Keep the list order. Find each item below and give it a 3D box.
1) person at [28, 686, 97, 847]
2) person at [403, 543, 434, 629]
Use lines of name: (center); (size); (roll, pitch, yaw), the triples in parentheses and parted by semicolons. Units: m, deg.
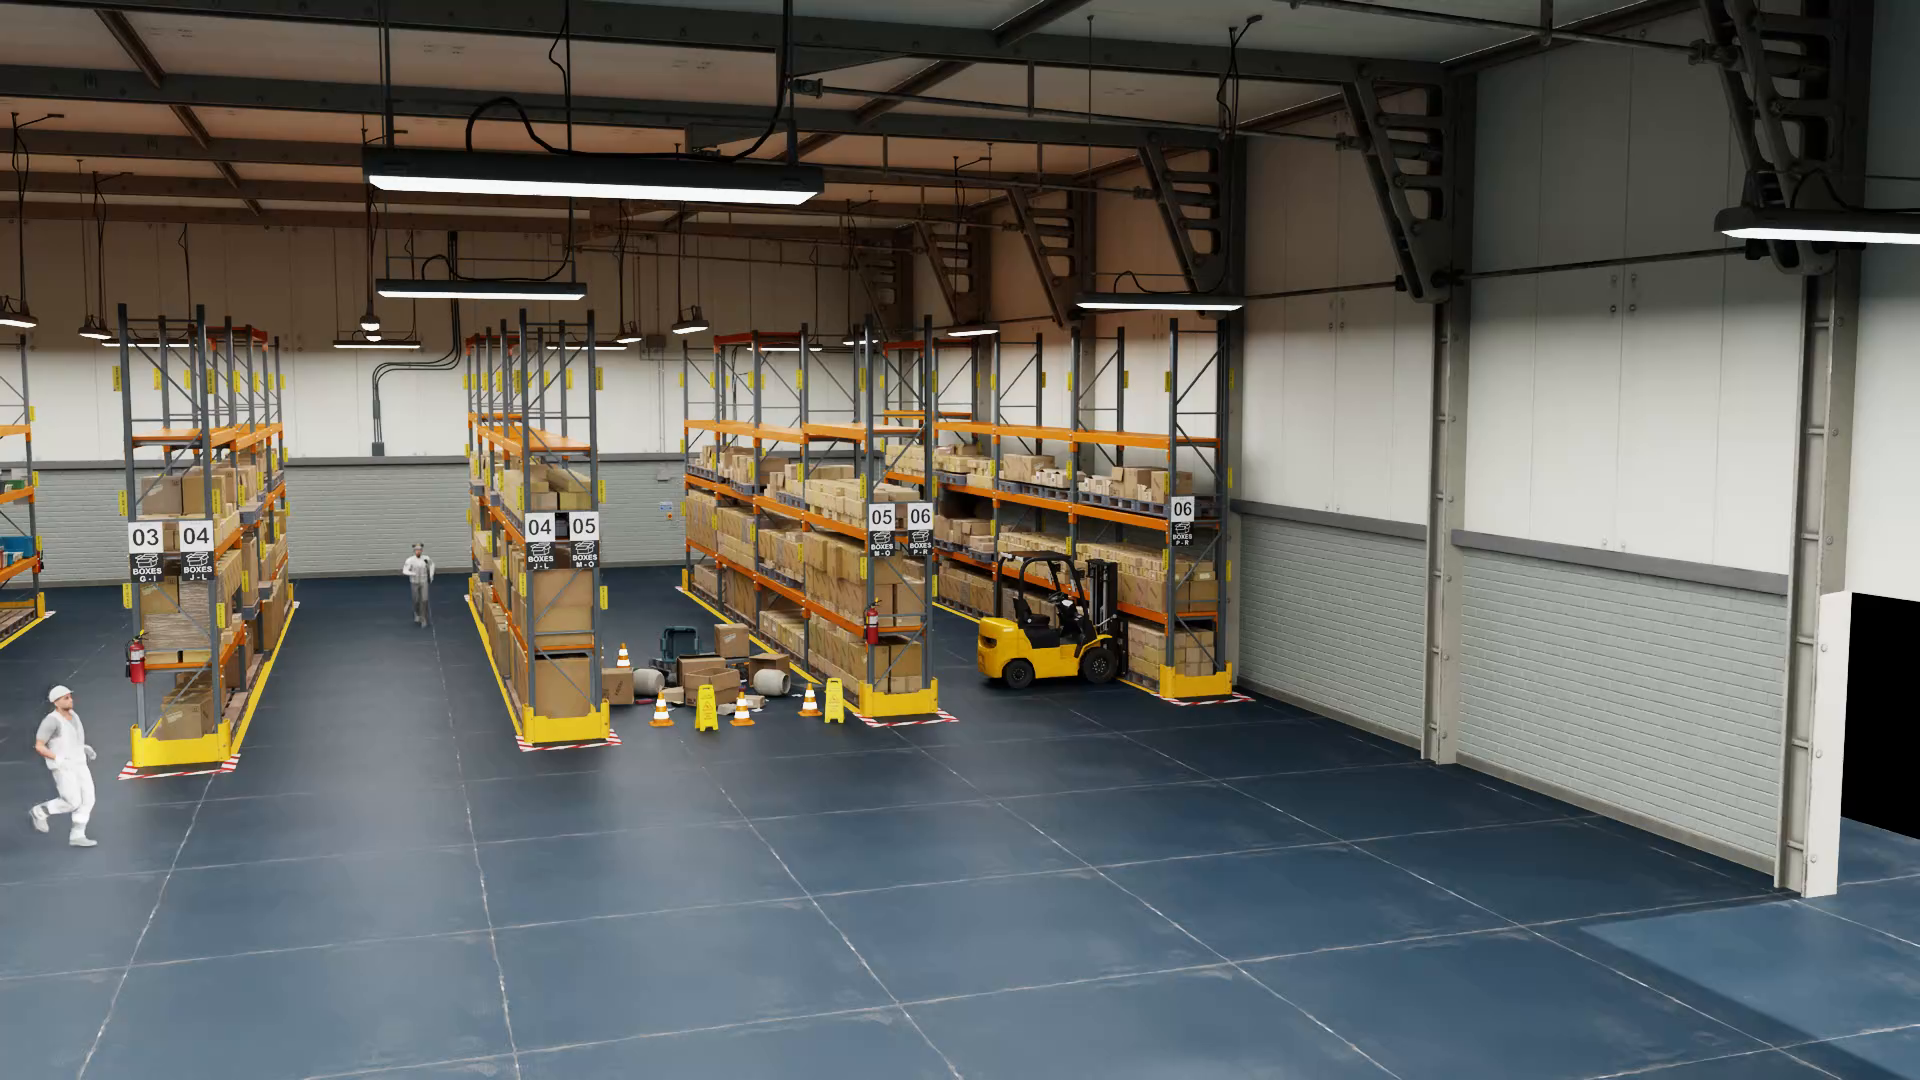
person: (-9.681, 2.438, 17.954); (0.704, 1.749, 0.656); (1, 5, 7)
person: (-11.112, 0.918, 34.182); (0.629, 1.743, 0.853); (-2, 6, -21)
